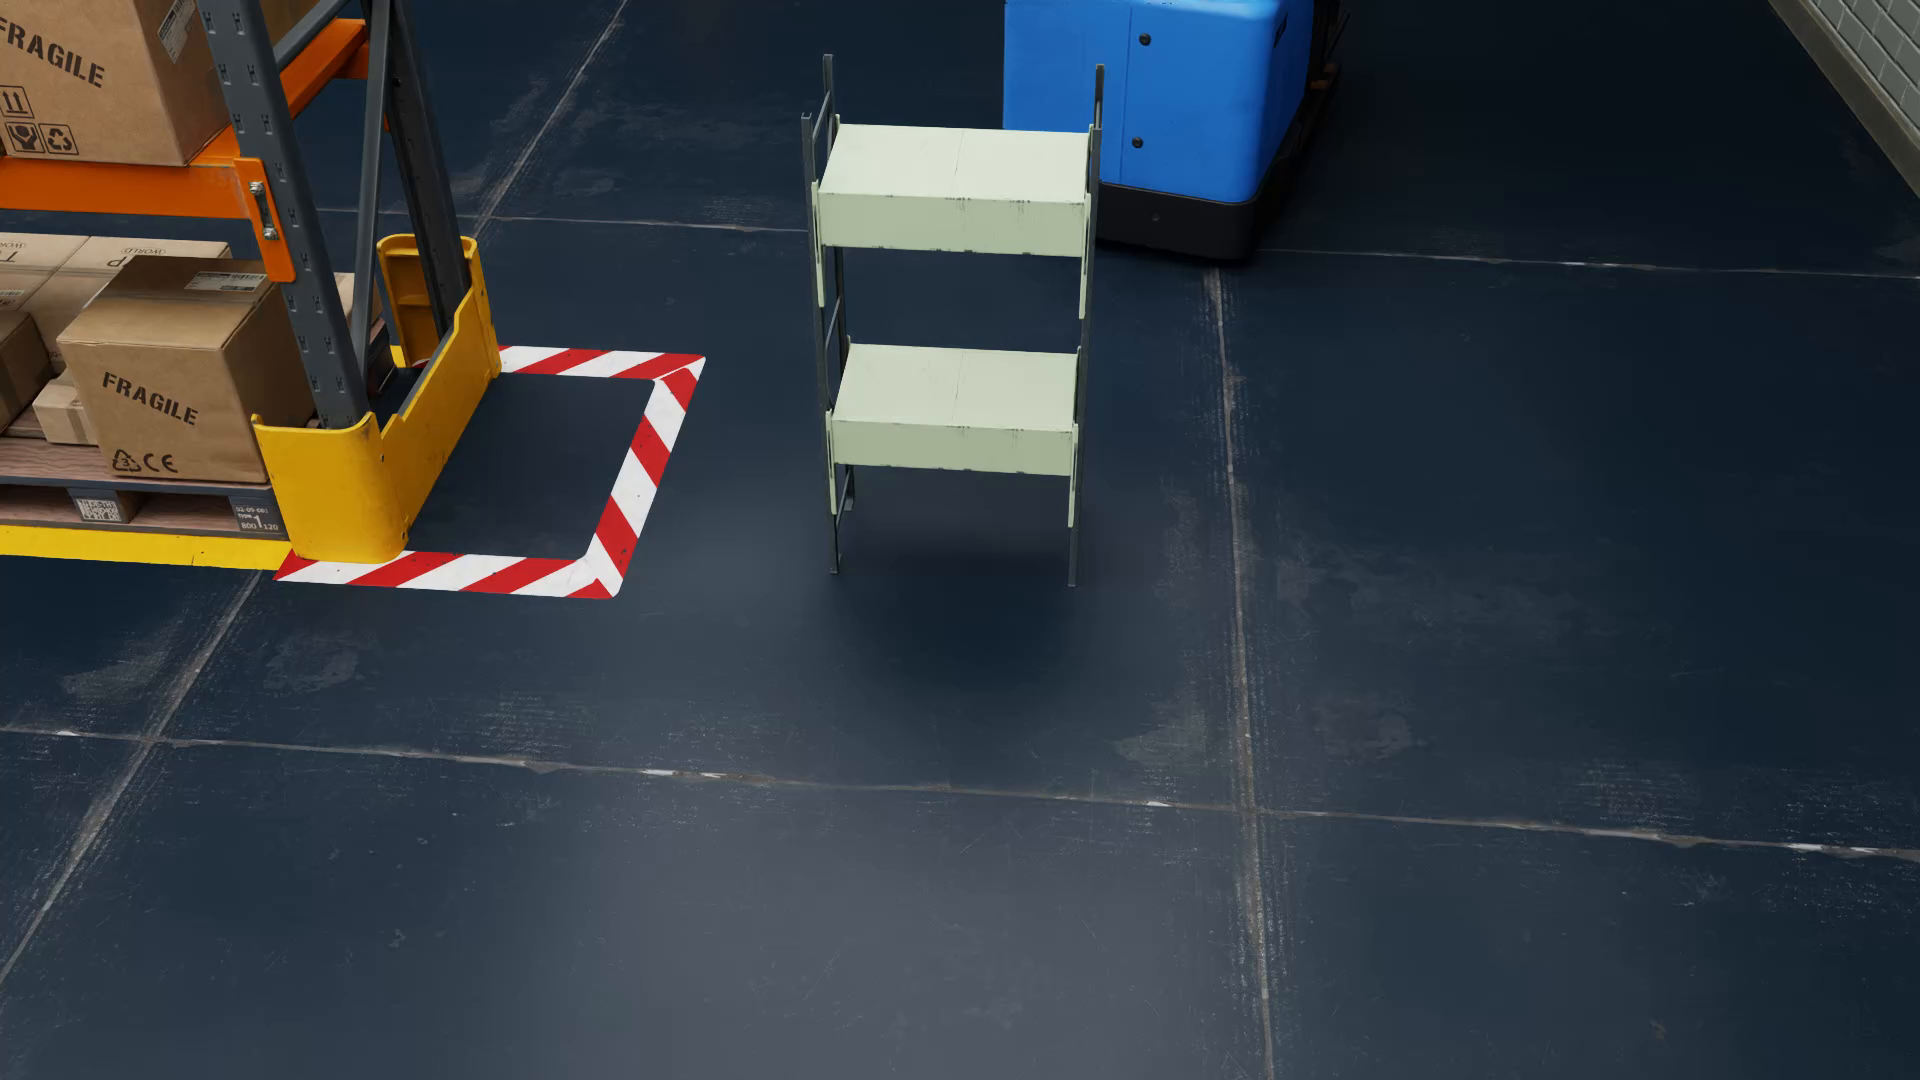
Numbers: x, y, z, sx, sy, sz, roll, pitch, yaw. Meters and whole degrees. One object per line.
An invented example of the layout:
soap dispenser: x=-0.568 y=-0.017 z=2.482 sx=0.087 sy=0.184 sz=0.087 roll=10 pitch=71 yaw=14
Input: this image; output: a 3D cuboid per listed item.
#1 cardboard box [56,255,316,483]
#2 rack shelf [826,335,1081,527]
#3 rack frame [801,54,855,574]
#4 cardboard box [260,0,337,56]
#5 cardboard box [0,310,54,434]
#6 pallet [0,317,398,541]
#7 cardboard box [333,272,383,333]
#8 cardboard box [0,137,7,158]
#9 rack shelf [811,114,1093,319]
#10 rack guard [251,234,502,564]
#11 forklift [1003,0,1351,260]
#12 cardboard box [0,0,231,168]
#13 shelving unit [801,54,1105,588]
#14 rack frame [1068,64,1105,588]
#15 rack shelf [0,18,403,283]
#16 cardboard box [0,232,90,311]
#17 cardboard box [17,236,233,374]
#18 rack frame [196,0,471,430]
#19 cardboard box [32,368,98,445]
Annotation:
cardboard box: x=-2.360 y=-0.534 z=5.162 sx=0.500 sy=0.500 sz=0.500 roll=3 pitch=39 yaw=4
rack shelf: x=-0.007 y=-0.329 z=4.983 sx=0.720 sy=0.370 sz=0.431 roll=3 pitch=39 yaw=4
rack frame: x=-0.371 y=-0.602 z=4.801 sx=0.023 sy=1.500 sz=0.400 roll=3 pitch=39 yaw=4
cardboard box: x=-2.217 y=-1.687 z=4.867 sx=0.500 sy=0.500 sz=0.500 roll=4 pitch=39 yaw=5
cardboard box: x=-3.304 y=-0.508 z=5.327 sx=0.500 sy=0.250 sz=0.500 roll=3 pitch=39 yaw=4
pallet: x=-2.667 y=-0.424 z=5.603 sx=1.213 sy=0.211 sz=1.003 roll=3 pitch=39 yaw=4
cardboard box: x=-2.185 y=-0.762 z=5.720 sx=0.250 sy=0.149 sz=0.380 roll=3 pitch=39 yaw=4
cardboard box: x=-2.784 y=-1.376 z=4.486 sx=0.500 sy=0.500 sz=0.500 roll=3 pitch=39 yaw=4
rack shelf: x=-0.007 y=-0.885 z=4.531 sx=0.720 sy=0.370 sz=0.431 roll=3 pitch=39 yaw=4
rack guard: x=-1.873 y=-0.493 z=5.460 sx=0.348 sy=0.500 sz=1.175 roll=3 pitch=39 yaw=4
forklift: x=1.140 y=-3.162 z=6.813 sx=1.130 sy=2.935 sz=3.031 roll=13 pitch=41 yaw=16
cardboard box: x=-2.267 y=-1.350 z=4.454 sx=0.500 sy=0.500 sz=0.500 roll=4 pitch=39 yaw=5
shelving unit: x=-0.007 y=-0.582 z=4.777 sx=0.755 sy=1.500 sz=0.431 roll=3 pitch=39 yaw=4
rack frame: x=0.358 y=-0.562 z=4.752 sx=0.023 sy=1.500 sz=0.400 roll=3 pitch=39 yaw=4
rack shelf: x=-3.790 y=-1.288 z=5.026 sx=4.000 sy=0.370 sz=1.077 roll=3 pitch=39 yaw=4
cardboard box: x=-3.311 y=-0.825 z=5.717 sx=0.500 sy=0.250 sz=0.500 roll=3 pitch=39 yaw=4
cardboard box: x=-2.813 y=-0.798 z=5.684 sx=0.500 sy=0.250 sz=0.500 roll=3 pitch=39 yaw=4
rack frame: x=-1.797 y=-1.458 z=4.665 sx=0.127 sy=3.000 sz=1.000 roll=3 pitch=39 yaw=4
cardboard box: x=-2.756 y=-0.483 z=5.364 sx=0.250 sy=0.166 sz=0.380 roll=3 pitch=39 yaw=4
